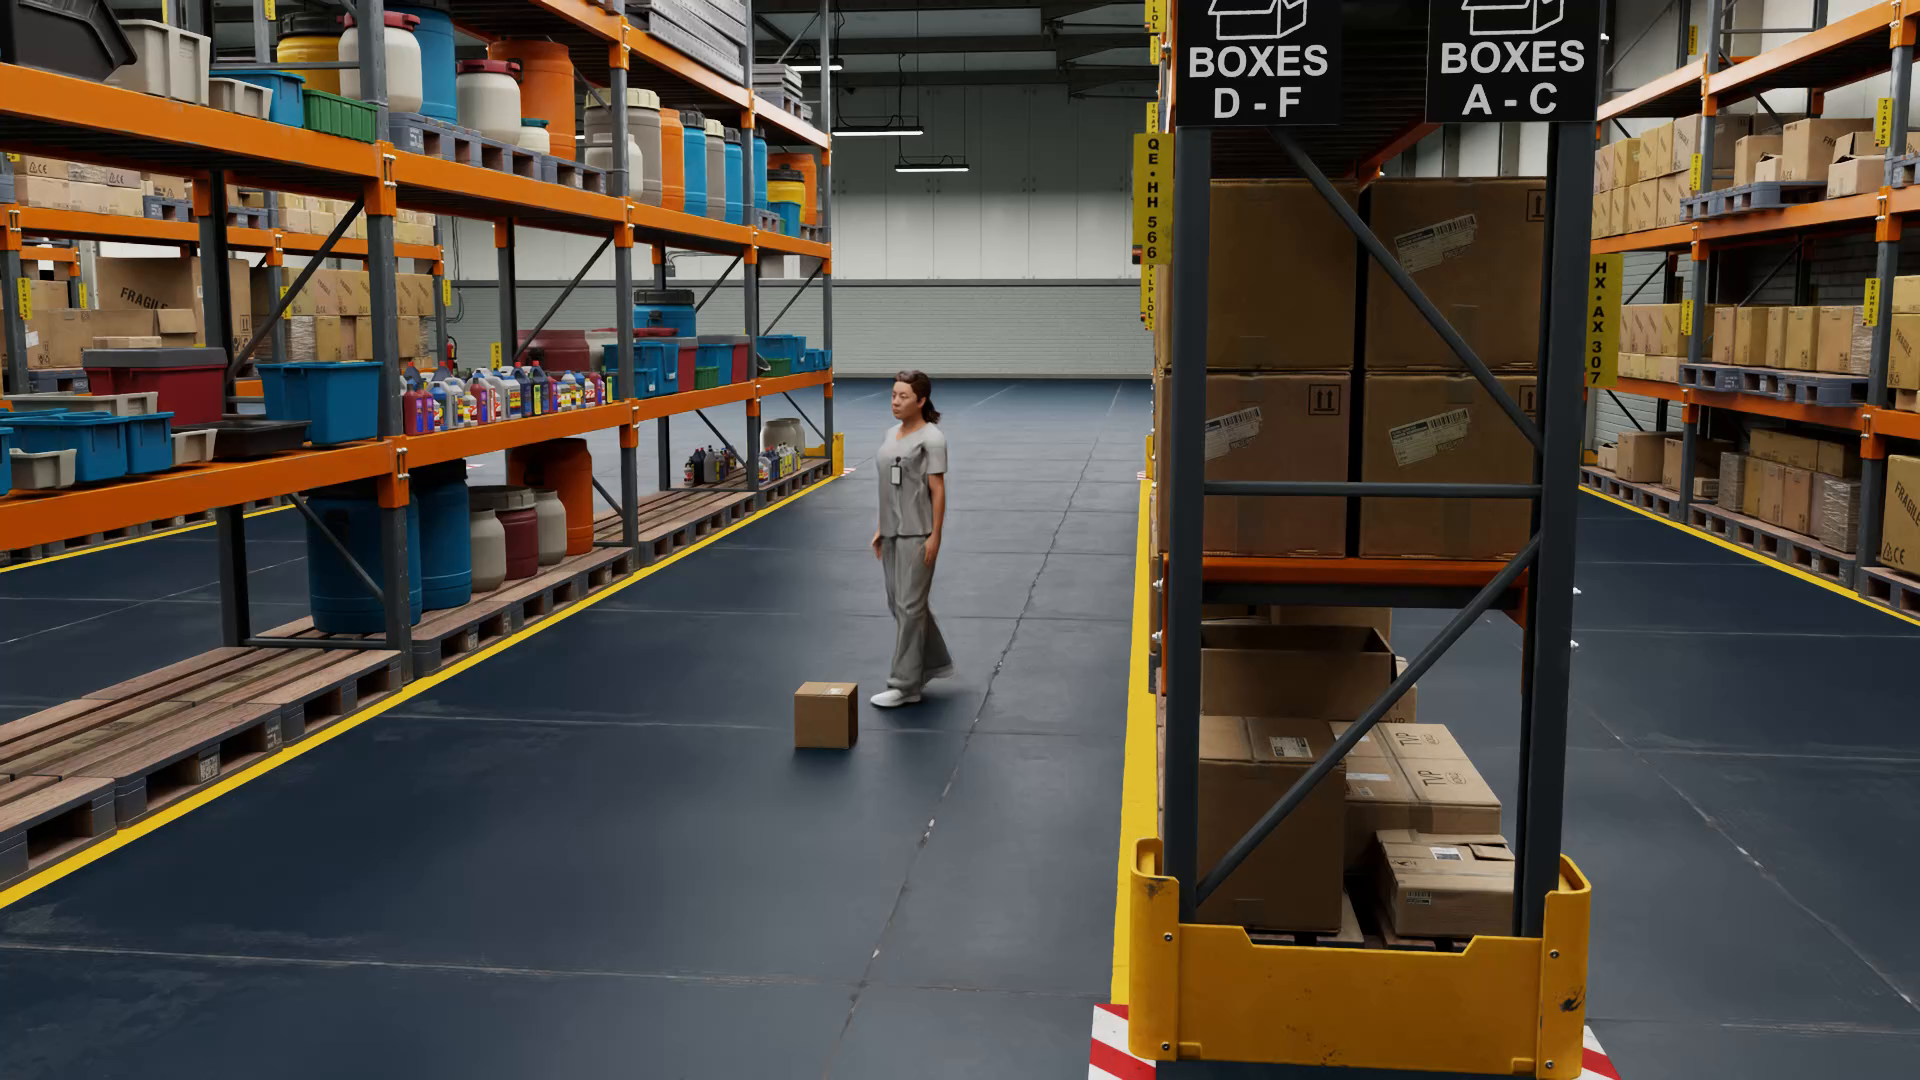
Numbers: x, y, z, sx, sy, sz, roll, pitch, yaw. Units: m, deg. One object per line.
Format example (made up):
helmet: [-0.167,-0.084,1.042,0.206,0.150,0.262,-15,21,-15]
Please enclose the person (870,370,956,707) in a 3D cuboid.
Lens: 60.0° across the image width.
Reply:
person: [-0.247,0.034,8.431,0.627,1.560,0.482,-6,10,-37]
